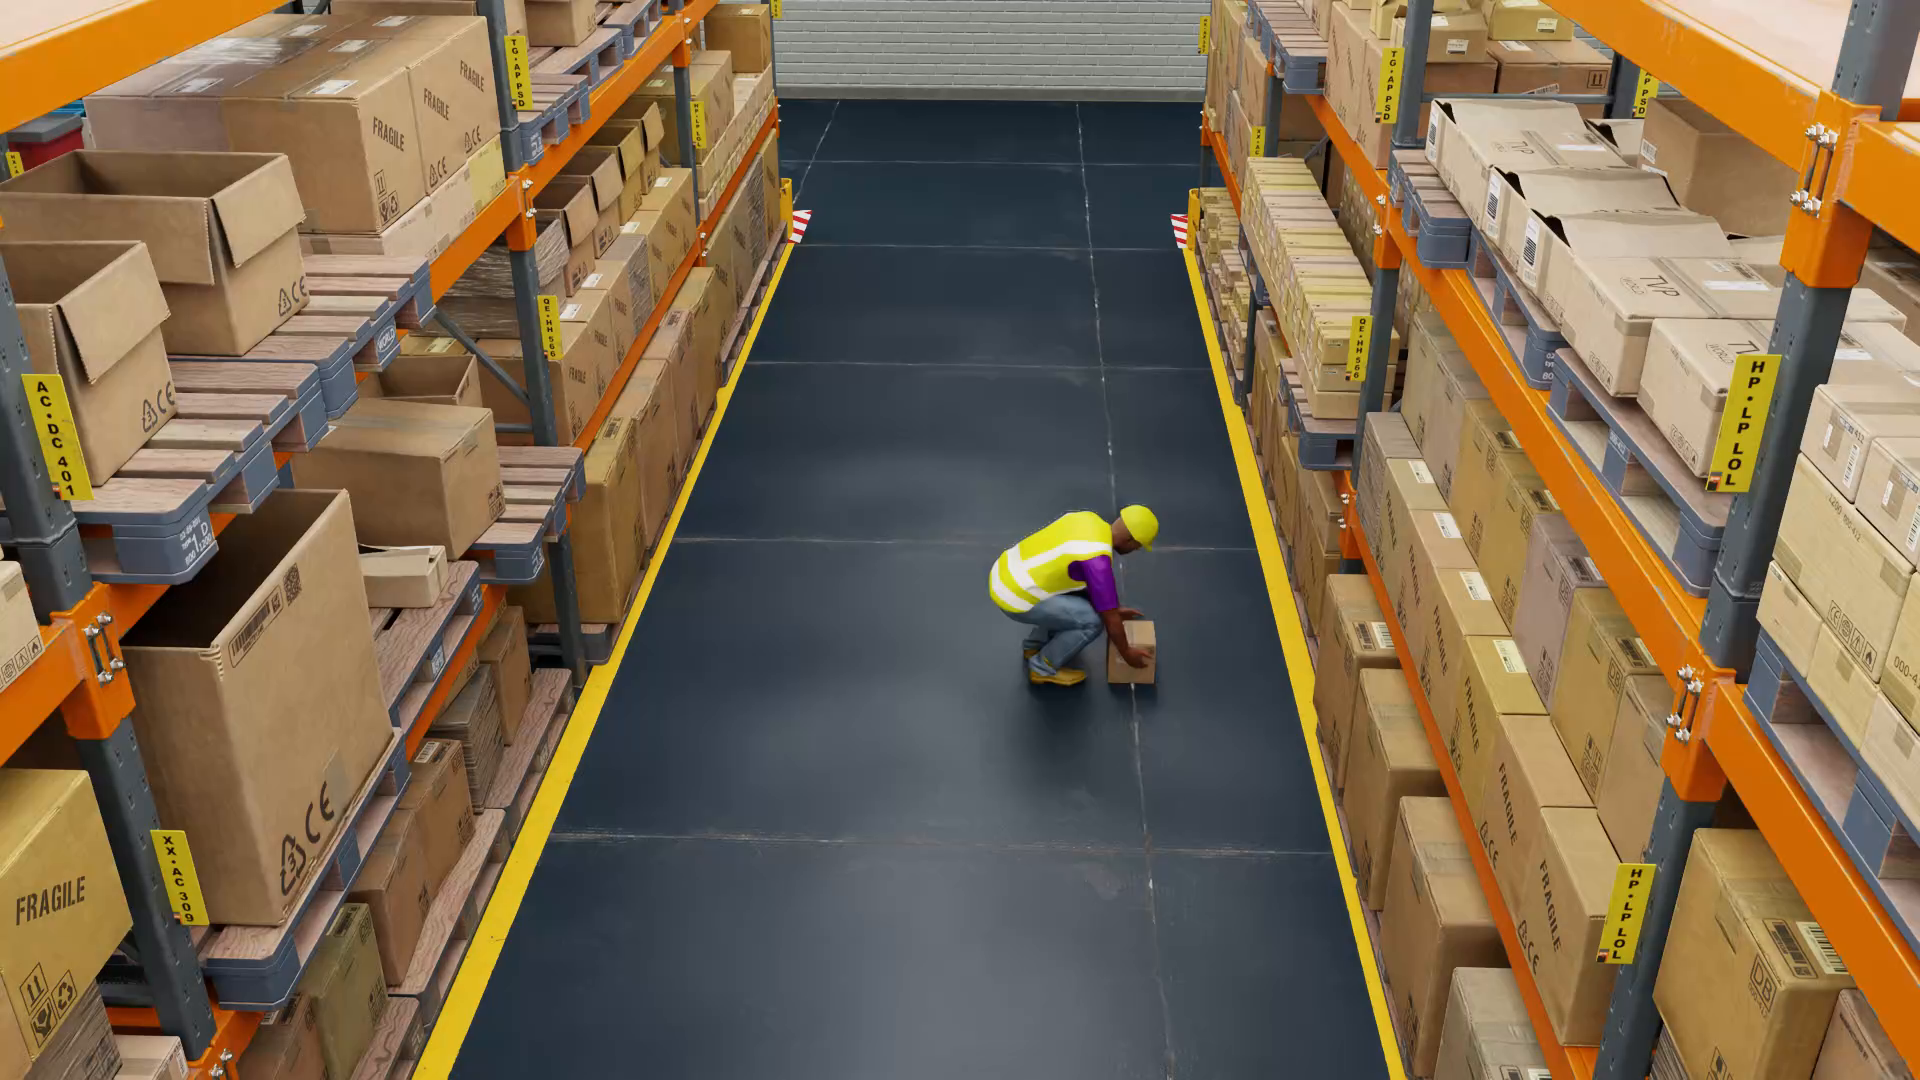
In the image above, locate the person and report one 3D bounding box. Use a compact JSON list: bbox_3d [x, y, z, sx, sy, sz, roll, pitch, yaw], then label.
[{"bbox_3d":[0.604,0.261,8.953,0.892,0.976,0.581,1,28,2],"label":"person"}]
